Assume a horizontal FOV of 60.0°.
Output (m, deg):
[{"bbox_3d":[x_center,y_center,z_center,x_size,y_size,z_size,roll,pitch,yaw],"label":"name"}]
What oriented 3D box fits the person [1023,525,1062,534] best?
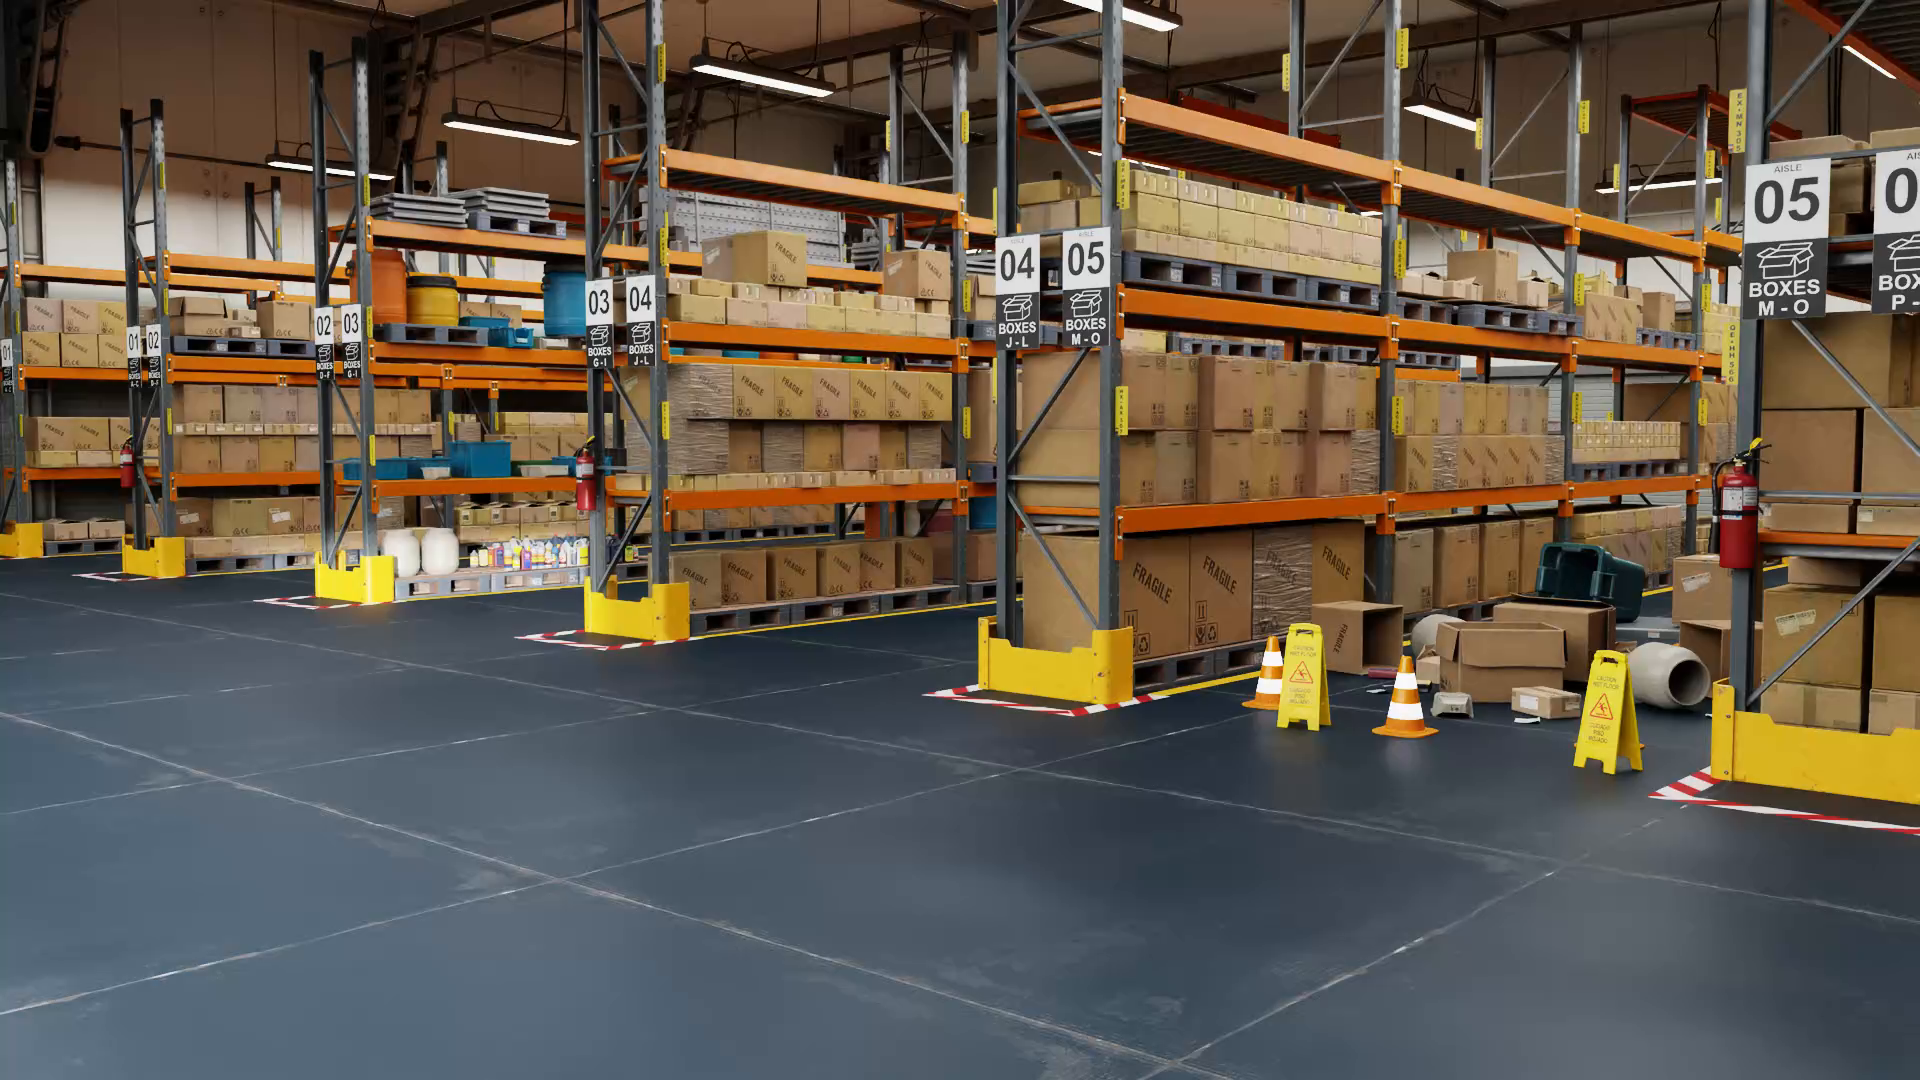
[{"bbox_3d":[0.831,-0.090,17.077,0.485,1.651,0.381,2,4,29],"label":"person"}]
